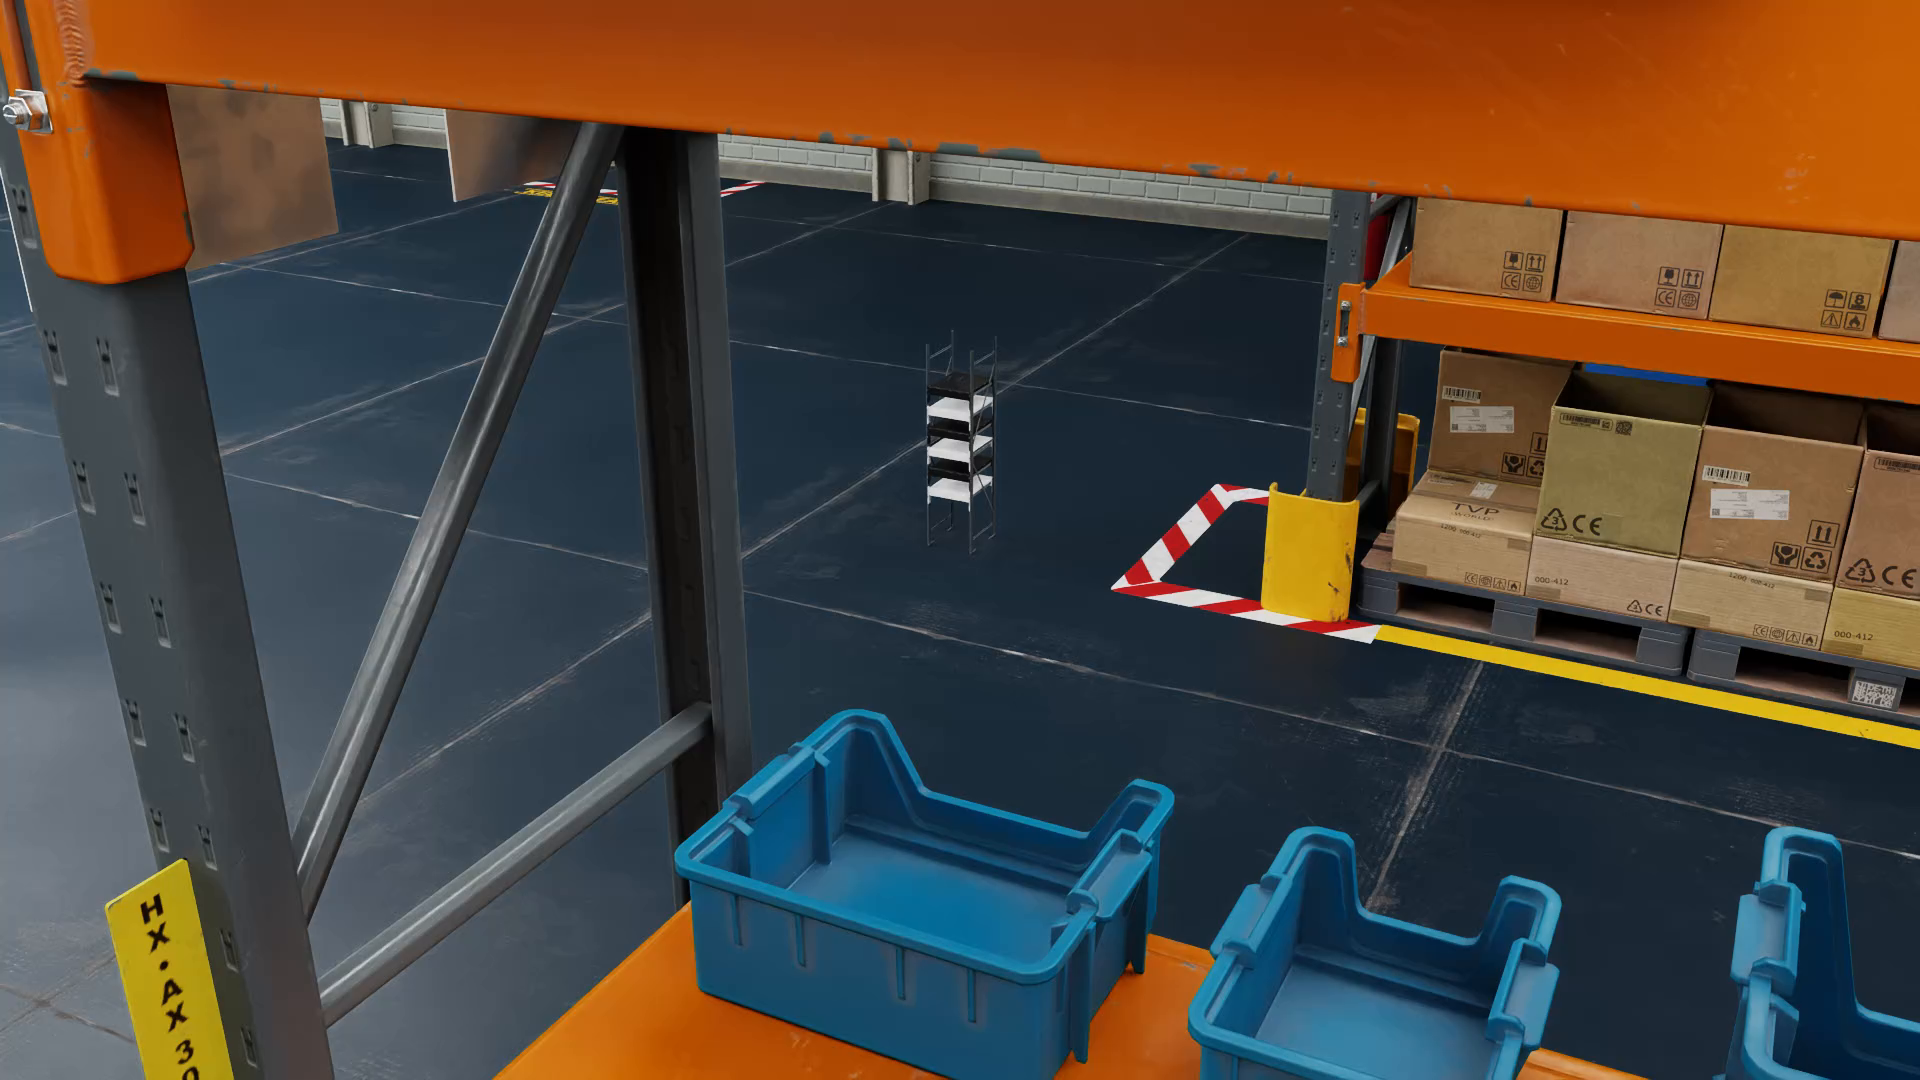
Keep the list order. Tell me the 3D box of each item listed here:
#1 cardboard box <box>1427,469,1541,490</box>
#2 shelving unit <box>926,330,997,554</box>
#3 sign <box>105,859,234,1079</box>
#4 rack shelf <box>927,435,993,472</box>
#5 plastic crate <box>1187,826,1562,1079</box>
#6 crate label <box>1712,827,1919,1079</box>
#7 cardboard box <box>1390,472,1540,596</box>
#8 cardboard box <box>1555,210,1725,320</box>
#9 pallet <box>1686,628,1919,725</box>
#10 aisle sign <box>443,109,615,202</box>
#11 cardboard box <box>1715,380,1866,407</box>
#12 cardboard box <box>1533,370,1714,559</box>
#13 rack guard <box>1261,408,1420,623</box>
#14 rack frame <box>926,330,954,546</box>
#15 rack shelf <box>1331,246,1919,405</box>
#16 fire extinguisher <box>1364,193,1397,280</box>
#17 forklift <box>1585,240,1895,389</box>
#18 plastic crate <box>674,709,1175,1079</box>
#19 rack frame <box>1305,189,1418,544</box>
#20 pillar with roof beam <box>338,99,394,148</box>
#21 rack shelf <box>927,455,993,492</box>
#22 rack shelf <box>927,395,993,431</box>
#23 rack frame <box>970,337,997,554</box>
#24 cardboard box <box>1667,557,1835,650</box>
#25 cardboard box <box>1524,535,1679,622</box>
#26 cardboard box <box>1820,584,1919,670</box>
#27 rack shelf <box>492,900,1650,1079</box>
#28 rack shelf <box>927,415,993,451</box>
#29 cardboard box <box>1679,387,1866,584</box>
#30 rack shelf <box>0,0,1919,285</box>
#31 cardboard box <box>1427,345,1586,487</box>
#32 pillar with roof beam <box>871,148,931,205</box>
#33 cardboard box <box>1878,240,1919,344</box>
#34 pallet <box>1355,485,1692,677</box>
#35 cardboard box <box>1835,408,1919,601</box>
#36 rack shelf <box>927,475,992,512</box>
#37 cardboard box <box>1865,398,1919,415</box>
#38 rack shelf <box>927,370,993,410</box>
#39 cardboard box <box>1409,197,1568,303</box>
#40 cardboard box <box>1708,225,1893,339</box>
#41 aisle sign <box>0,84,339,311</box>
[{"bbox_3d":[2.228,-0.214,6.896,0.500,0.250,0.500,11,25,25],"label":"cardboard box"},{"bbox_3d":[0.007,-0.413,7.071,0.210,0.900,0.258,11,25,25],"label":"shelving unit"},{"bbox_3d":[-0.874,0.516,1.850,0.005,0.325,0.100,11,25,25],"label":"sign"},{"bbox_3d":[0.007,-0.382,7.084,0.200,0.077,0.258,11,25,25],"label":"rack shelf"},{"bbox_3d":[0.537,0.621,2.146,0.408,0.251,0.499,11,25,25],"label":"plastic crate"},{"bbox_3d":[1.142,0.666,1.805,0.616,0.435,0.502,11,25,25],"label":"crate label"},{"bbox_3d":[1.994,-0.033,6.471,0.500,0.250,0.500,11,25,25],"label":"cardboard box"},{"bbox_3d":[2.498,-1.145,5.982,0.500,0.500,0.700,12,26,26],"label":"cardboard box"},{"bbox_3d":[3.402,0.342,6.175,1.213,0.211,1.003,11,25,25],"label":"pallet"},{"bbox_3d":[-0.552,-0.861,2.119,0.004,0.787,0.394,11,25,25],"label":"aisle sign"},{"bbox_3d":[3.128,-0.388,6.348,0.500,0.500,0.500,11,25,25],"label":"cardboard box"},{"bbox_3d":[2.441,-0.290,6.118,0.500,0.500,0.500,11,25,25],"label":"cardboard box"},{"bbox_3d":[1.595,-0.131,6.919,0.348,0.500,1.175,11,25,25],"label":"rack guard"},{"bbox_3d":[-0.083,-0.431,7.113,0.006,0.900,0.240,11,25,25],"label":"rack frame"},{"bbox_3d":[3.401,-0.593,5.731,4.000,0.370,1.077,11,25,25],"label":"rack shelf"},{"bbox_3d":[1.720,-1.425,6.866,0.183,0.674,0.296,11,25,25],"label":"fire extinguisher"},{"bbox_3d":[4.110,-1.816,7.776,3.031,2.935,1.130,10,25,22],"label":"forklift"},{"bbox_3d":[-0.040,0.505,2.421,0.616,0.251,0.499,11,25,25],"label":"plastic crate"},{"bbox_3d":[1.616,-1.277,6.420,0.127,3.000,1.000,11,25,25],"label":"rack frame"},{"bbox_3d":[-7.789,-6.562,11.183,0.400,9.000,9.100,11,25,25],"label":"pillar with roof beam"},{"bbox_3d":[0.007,-0.299,7.119,0.200,0.077,0.258,11,25,25],"label":"rack shelf"},{"bbox_3d":[0.007,-0.548,7.013,0.200,0.077,0.258,11,25,25],"label":"rack shelf"},{"bbox_3d":[0.098,-0.395,7.028,0.006,0.900,0.240,11,25,25],"label":"rack frame"},{"bbox_3d":[2.888,0.143,6.058,0.500,0.250,0.500,11,25,25],"label":"cardboard box"},{"bbox_3d":[2.442,0.054,6.266,0.500,0.250,0.500,11,25,25],"label":"cardboard box"},{"bbox_3d":[3.332,0.233,5.847,0.500,0.250,0.500,11,25,25],"label":"cardboard box"},{"bbox_3d":[1.163,1.136,1.664,4.000,0.370,1.077,11,25,25],"label":"rack shelf"},{"bbox_3d":[0.007,-0.465,7.048,0.200,0.077,0.258,11,25,25],"label":"rack shelf"},{"bbox_3d":[2.893,-0.206,5.921,0.500,0.500,0.500,11,25,25],"label":"cardboard box"},{"bbox_3d":[1.163,-0.244,1.077,4.000,0.370,1.077,11,25,25],"label":"rack shelf"},{"bbox_3d":[2.229,-0.559,6.751,0.500,0.500,0.500,11,25,25],"label":"cardboard box"},{"bbox_3d":[-2.434,-5.503,8.691,0.400,9.000,9.100,11,25,25],"label":"pillar with roof beam"},{"bbox_3d":[3.410,-0.964,5.556,0.500,0.500,0.700,12,26,26],"label":"cardboard box"},{"bbox_3d":[2.318,0.126,6.683,1.213,0.211,1.003,11,25,25],"label":"pallet"},{"bbox_3d":[3.332,-0.112,5.699,0.500,0.500,0.500,11,25,25],"label":"cardboard box"},{"bbox_3d":[0.007,-0.216,7.154,0.200,0.077,0.258,11,25,25],"label":"rack shelf"},{"bbox_3d":[3.574,-0.299,6.139,0.500,0.500,0.500,11,25,25],"label":"cardboard box"},{"bbox_3d":[0.007,-0.630,6.978,0.200,0.077,0.258,11,25,25],"label":"rack shelf"},{"bbox_3d":[2.027,-1.236,6.196,0.500,0.500,0.700,11,25,25],"label":"cardboard box"},{"bbox_3d":[2.938,-1.055,5.771,0.500,0.500,0.700,11,26,25],"label":"cardboard box"},{"bbox_3d":[-0.818,-0.654,1.634,0.004,0.787,0.394,11,25,25],"label":"aisle sign"}]
